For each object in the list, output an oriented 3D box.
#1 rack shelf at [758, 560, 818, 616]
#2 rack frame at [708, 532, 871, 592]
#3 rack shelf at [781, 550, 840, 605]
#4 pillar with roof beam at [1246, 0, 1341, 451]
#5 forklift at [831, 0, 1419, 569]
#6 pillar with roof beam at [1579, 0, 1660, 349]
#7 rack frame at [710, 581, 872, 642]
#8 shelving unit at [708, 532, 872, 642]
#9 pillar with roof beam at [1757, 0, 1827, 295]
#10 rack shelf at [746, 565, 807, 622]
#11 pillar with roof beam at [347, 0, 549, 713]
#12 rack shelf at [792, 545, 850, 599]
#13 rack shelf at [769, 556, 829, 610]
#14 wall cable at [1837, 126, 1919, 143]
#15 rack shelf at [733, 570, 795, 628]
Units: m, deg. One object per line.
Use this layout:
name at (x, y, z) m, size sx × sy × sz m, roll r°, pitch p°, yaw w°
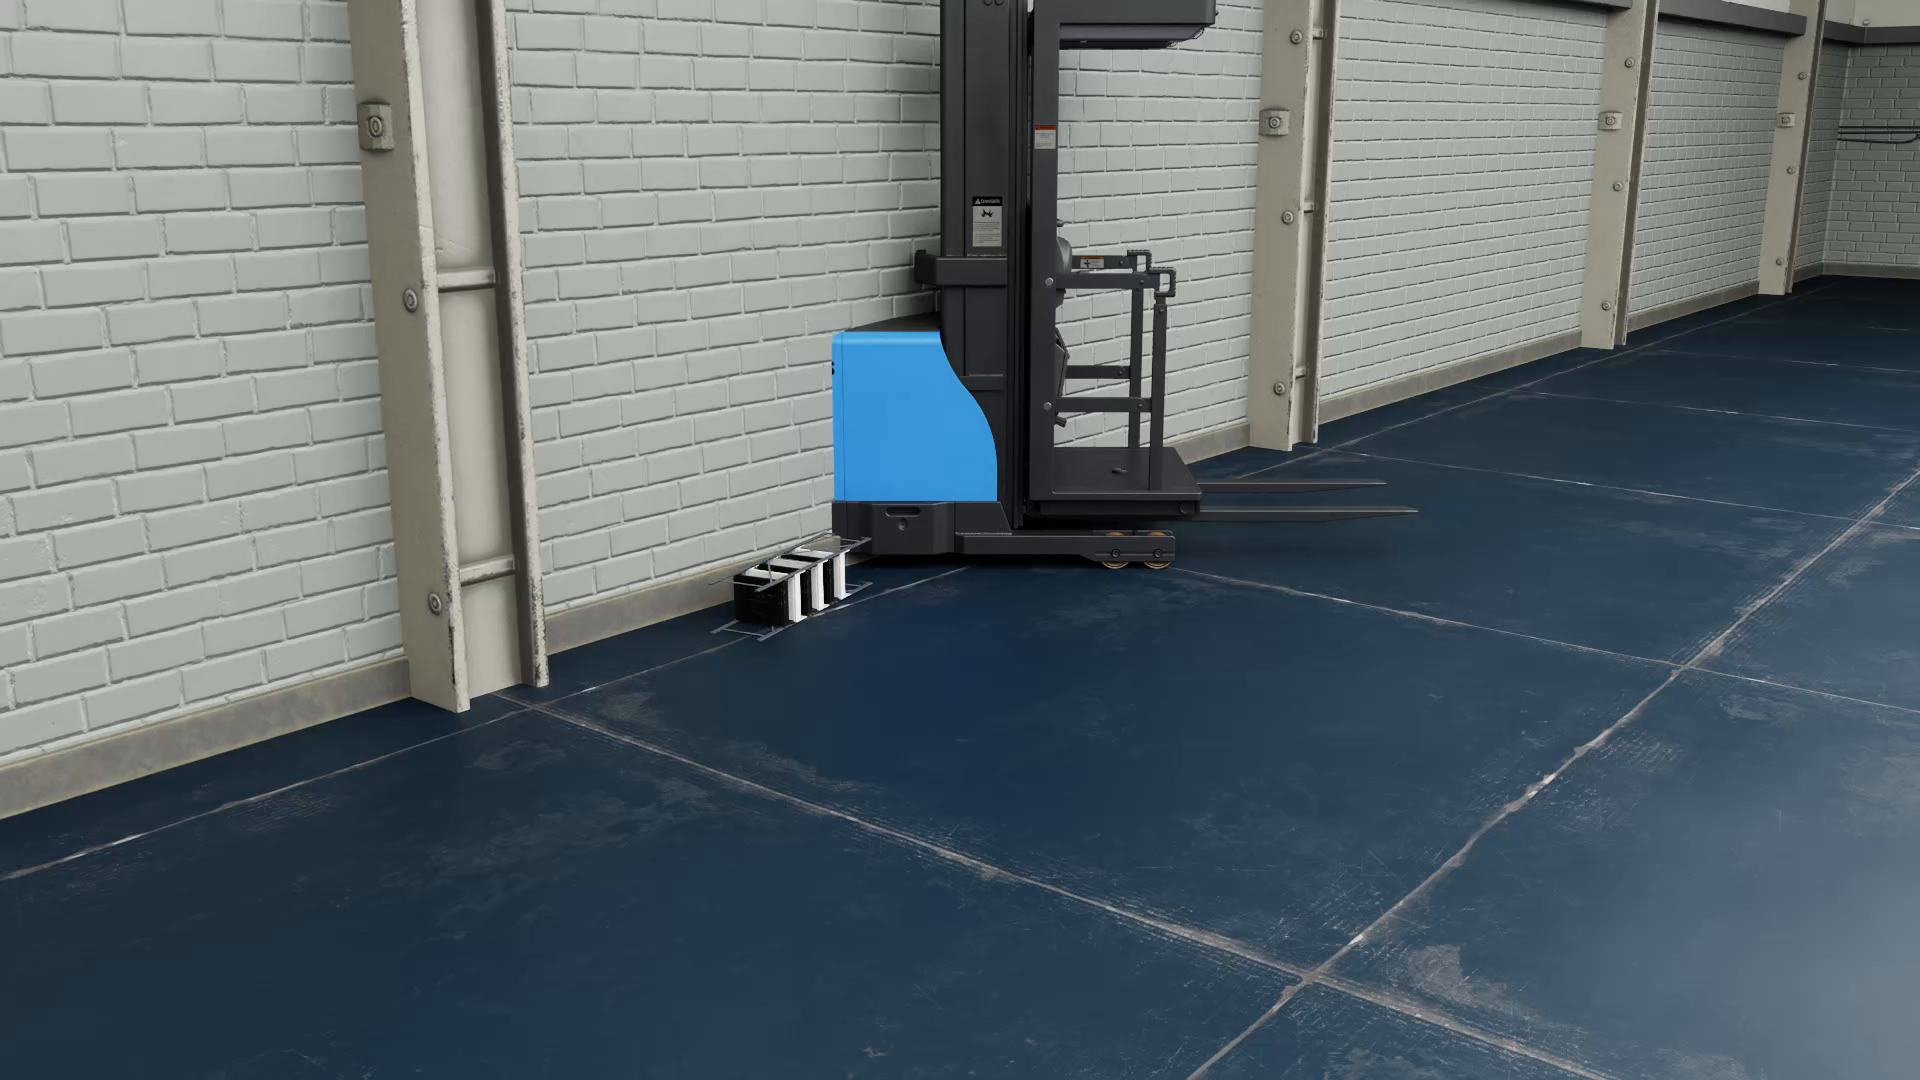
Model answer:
rack shelf at (-0.719, 0.196, 6.911) m, size 0.258 × 0.200 × 0.077 m, roll 7°, pitch 16°, yaw 25°
rack frame at (-0.694, 0.085, 6.935) m, size 0.240 × 0.006 × 0.900 m, roll 7°, pitch 16°, yaw 25°
rack shelf at (-0.639, 0.155, 7.067) m, size 0.258 × 0.200 × 0.077 m, roll 7°, pitch 16°, yaw 25°
pillar with roof beam at (5.381, -4.306, 6.799) m, size 9.100 × 9.000 × 0.400 m, roll 11°, pitch 18°, yaw 38°
forklift at (0.623, -1.420, 7.760) m, size 3.031 × 2.935 × 1.130 m, roll 0°, pitch 14°, yaw 0°
pillar with roof beam at (9.152, -5.456, 11.322) m, size 9.100 × 9.000 × 0.400 m, roll 11°, pitch 18°, yaw 38°
rack frame at (-0.693, 0.281, 6.986) m, size 0.240 × 0.006 × 0.900 m, roll 7°, pitch 16°, yaw 25°
shelving unit at (-0.694, 0.183, 6.960) m, size 0.258 × 0.210 × 0.900 m, roll 7°, pitch 16°, yaw 25°
pillar with roof beam at (12.924, -6.605, 15.845) m, size 9.100 × 9.000 × 0.400 m, roll 11°, pitch 18°, yaw 38°
rack shelf at (-0.759, 0.217, 6.833) m, size 0.258 × 0.200 × 0.077 m, roll 7°, pitch 16°, yaw 25°
pillar with roof beam at (1.610, -3.157, 2.275) m, size 9.100 × 9.000 × 0.400 m, roll 11°, pitch 18°, yaw 38°
rack shelf at (-0.599, 0.134, 7.145) m, size 0.258 × 0.200 × 0.077 m, roll 7°, pitch 16°, yaw 25°
rack shelf at (-0.679, 0.175, 6.989) m, size 0.258 × 0.200 × 0.077 m, roll 7°, pitch 16°, yaw 25°
wall cable at (12.455, -6.125, 20.265) m, size 3.097 × 2.526 × 0.112 m, roll 11°, pitch 18°, yaw 38°
rack shelf at (-0.799, 0.237, 6.755) m, size 0.258 × 0.200 × 0.077 m, roll 7°, pitch 16°, yaw 25°
